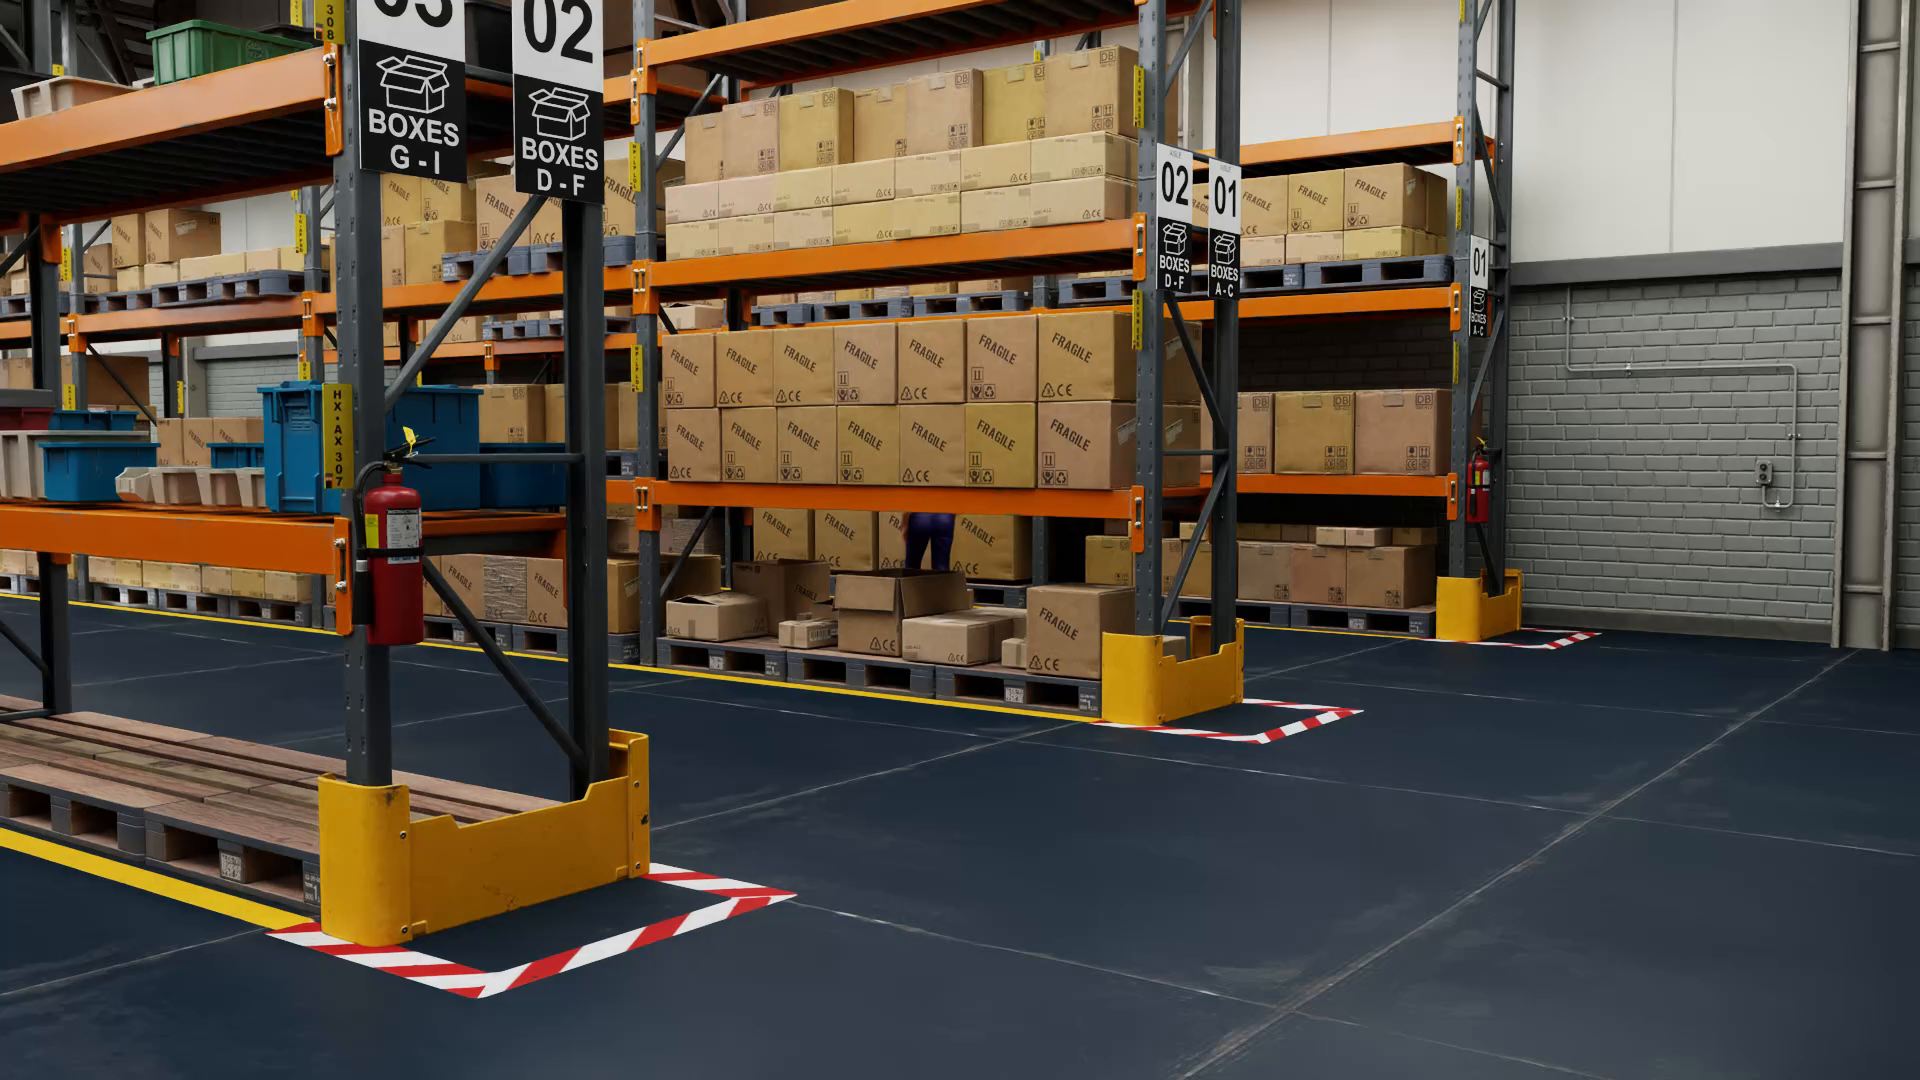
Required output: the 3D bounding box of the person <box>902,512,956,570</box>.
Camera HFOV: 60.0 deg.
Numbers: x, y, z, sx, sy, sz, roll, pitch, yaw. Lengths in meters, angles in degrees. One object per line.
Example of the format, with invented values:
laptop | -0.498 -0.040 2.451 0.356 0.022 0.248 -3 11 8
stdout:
person | -0.269 -0.071 14.507 0.517 1.722 0.569 0 3 -5
